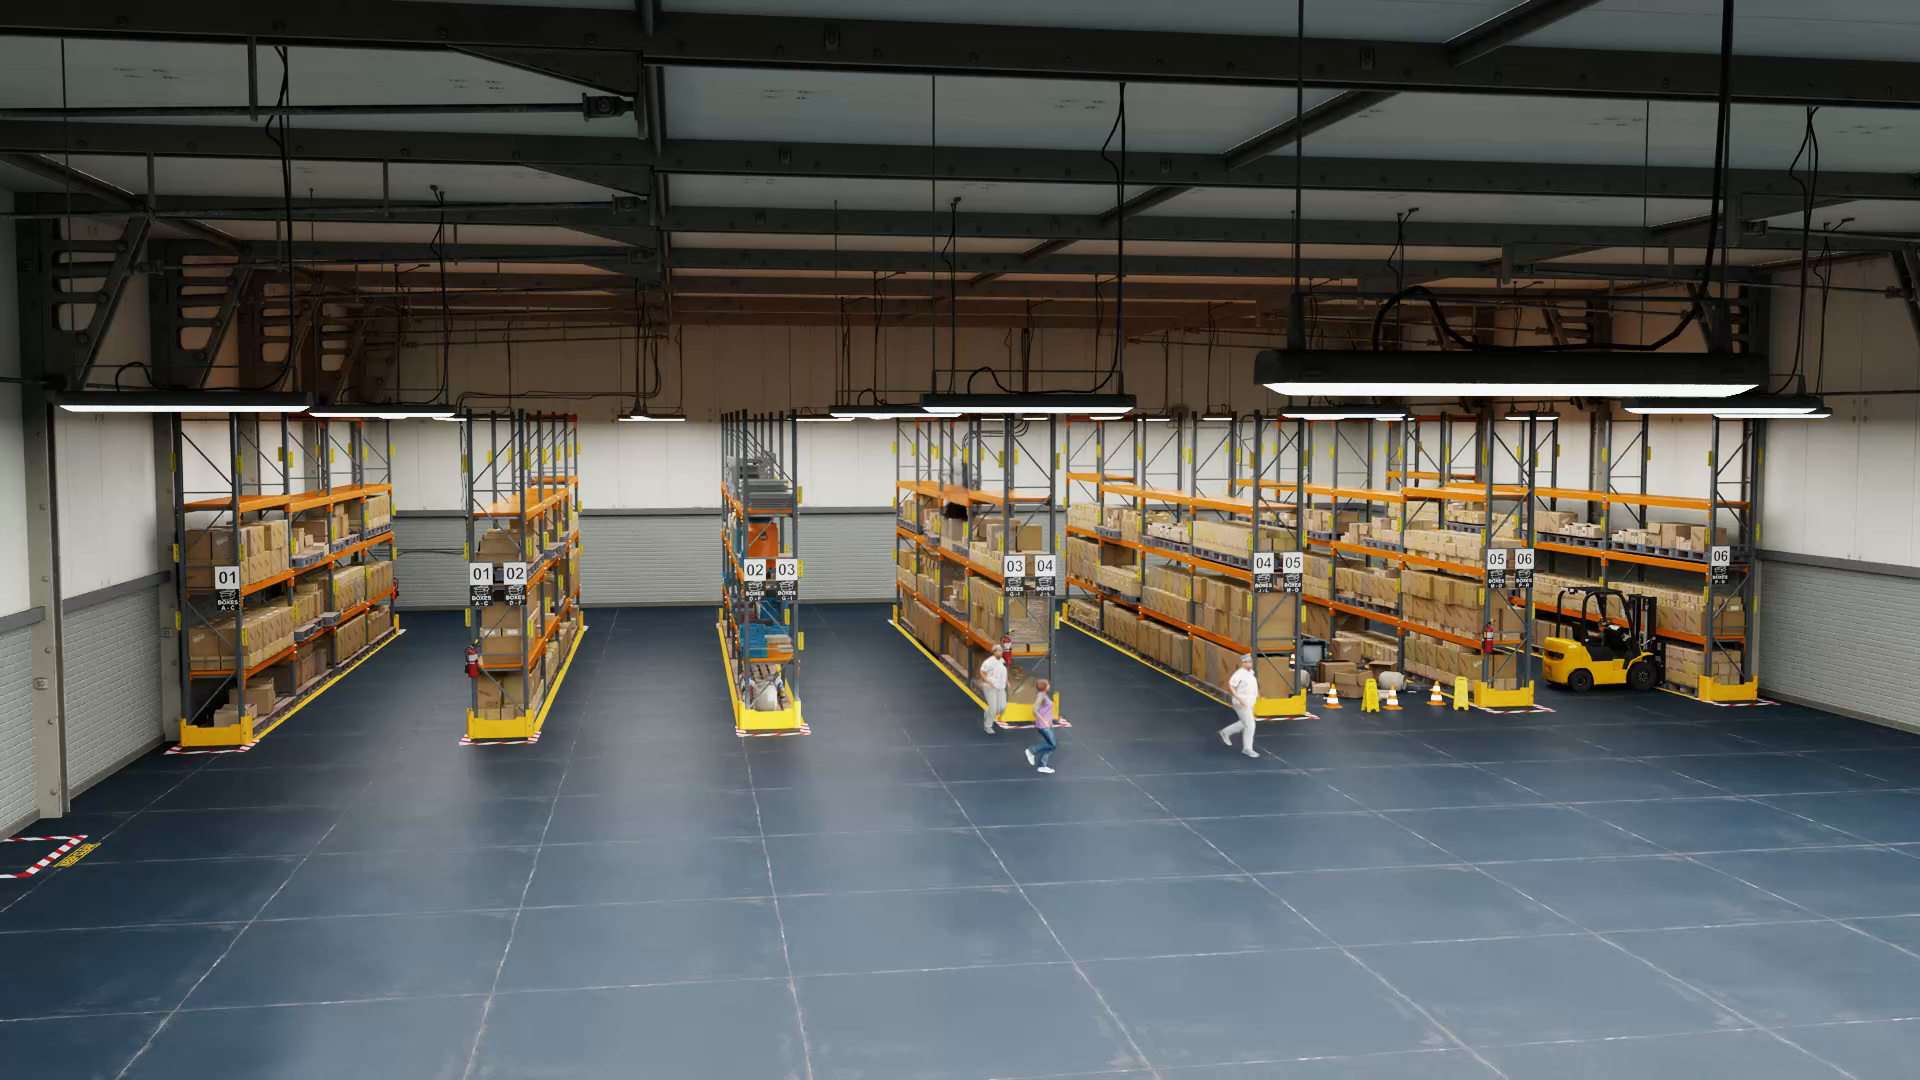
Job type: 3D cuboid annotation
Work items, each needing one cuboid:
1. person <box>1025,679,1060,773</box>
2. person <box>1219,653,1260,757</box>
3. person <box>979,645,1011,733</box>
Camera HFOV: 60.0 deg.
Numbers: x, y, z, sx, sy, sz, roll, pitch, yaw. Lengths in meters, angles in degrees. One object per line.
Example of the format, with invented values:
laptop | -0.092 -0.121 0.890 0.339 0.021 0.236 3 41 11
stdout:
person | 1.355 3.048 27.296 0.547 1.554 0.537 1 4 10
person | 4.860 2.832 28.875 0.805 1.796 0.661 3 5 34
person | 0.670 2.765 30.995 0.670 1.623 0.501 -3 5 -39
